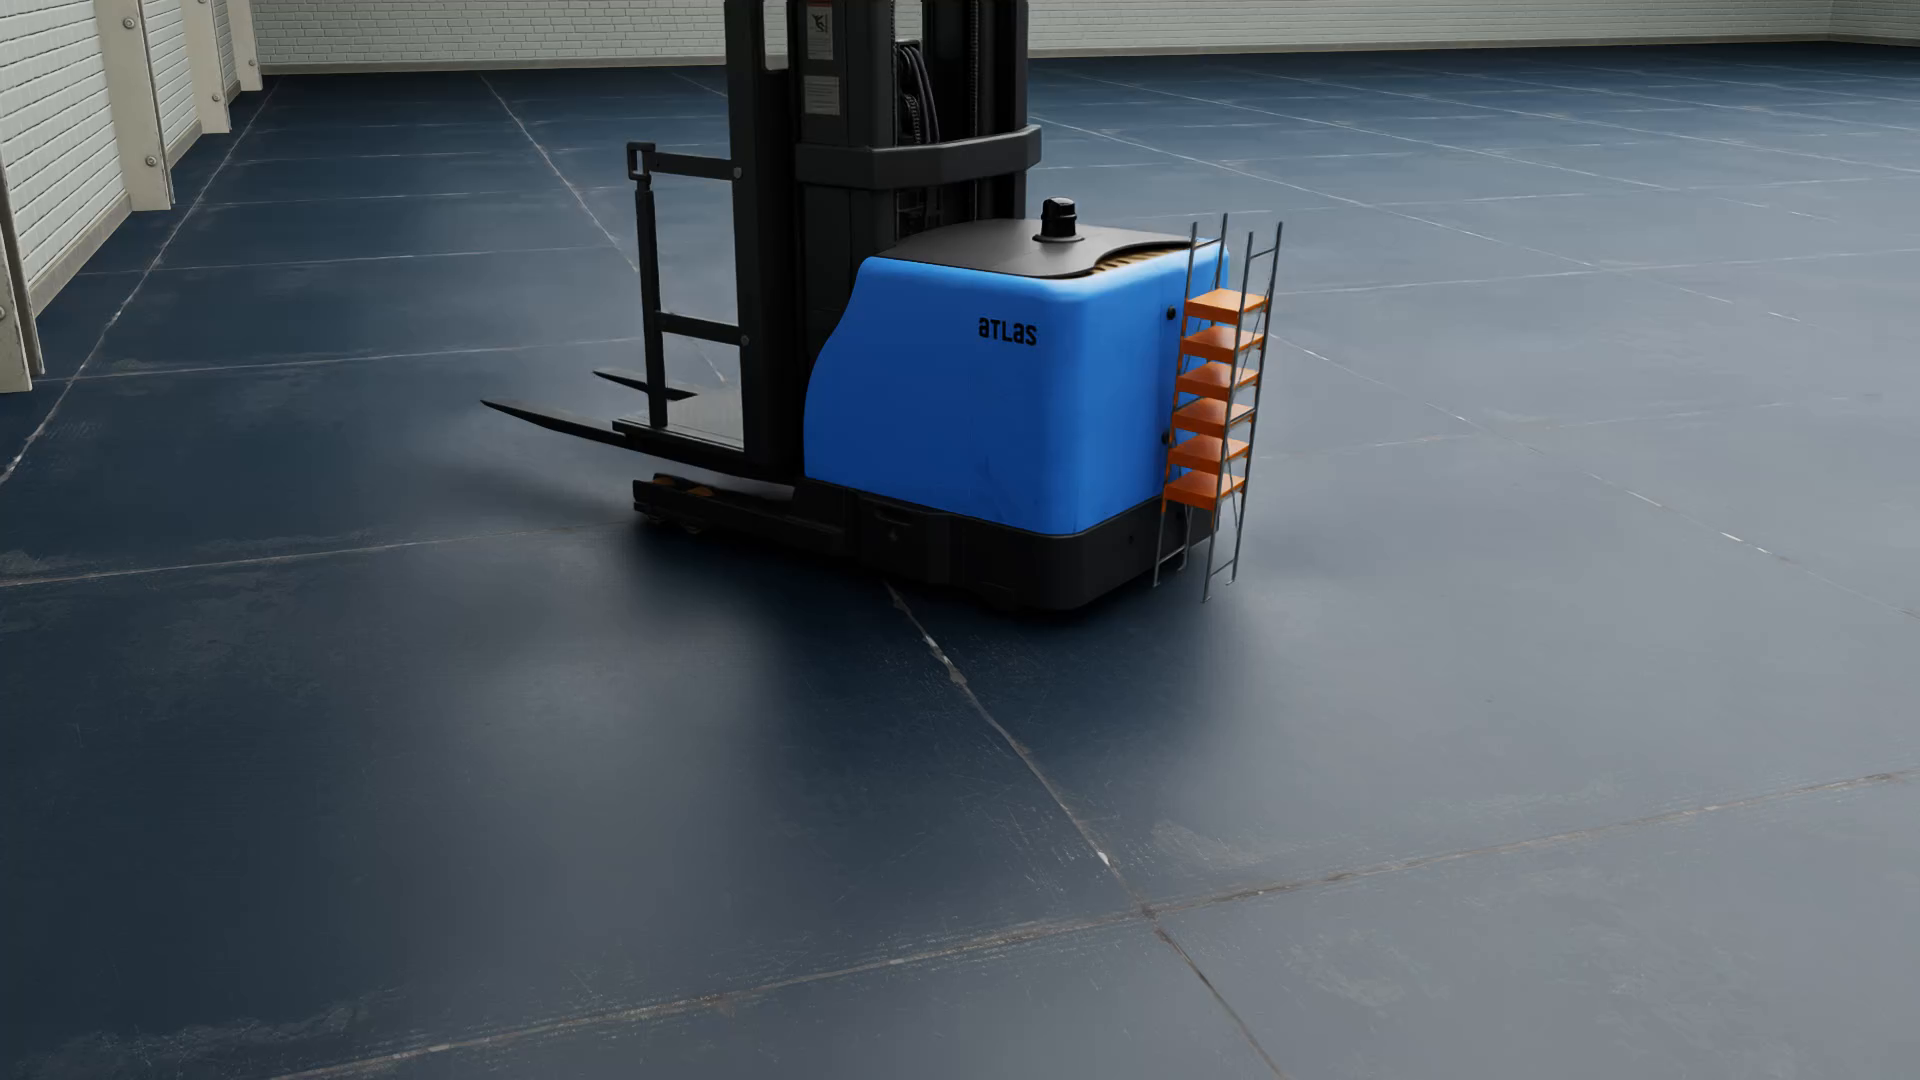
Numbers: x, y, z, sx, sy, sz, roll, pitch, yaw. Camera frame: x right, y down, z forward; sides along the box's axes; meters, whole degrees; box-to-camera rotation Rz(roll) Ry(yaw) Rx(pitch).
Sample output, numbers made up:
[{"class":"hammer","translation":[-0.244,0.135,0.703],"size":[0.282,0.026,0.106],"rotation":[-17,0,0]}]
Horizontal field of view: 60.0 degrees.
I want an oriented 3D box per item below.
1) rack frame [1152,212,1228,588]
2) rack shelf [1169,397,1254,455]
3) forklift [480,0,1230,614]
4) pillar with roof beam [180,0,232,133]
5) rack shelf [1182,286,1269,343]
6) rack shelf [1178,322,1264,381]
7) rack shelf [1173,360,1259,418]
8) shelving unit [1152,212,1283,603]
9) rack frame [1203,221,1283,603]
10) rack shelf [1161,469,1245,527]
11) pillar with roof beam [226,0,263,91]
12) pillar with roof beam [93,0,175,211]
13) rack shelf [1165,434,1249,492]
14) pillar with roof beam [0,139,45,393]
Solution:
[{"class":"rack frame","translation":[0.732,-0.432,5.308],"size":[0.006,1.200,0.240],"rotation":[17,25,29]},{"class":"rack shelf","translation":[0.805,-0.368,5.280],"size":[0.180,0.103,0.258],"rotation":[17,25,29]},{"class":"forklift","translation":[-0.575,-1.530,5.840],"size":[3.031,2.935,1.130],"rotation":[14,24,35]},{"class":"pillar with roof beam","translation":[-4.304,-9.298,18.491],"size":[9.100,9.000,0.400],"rotation":[-6,21,-17]},{"class":"rack shelf","translation":[0.827,-0.701,5.145],"size":[0.180,0.103,0.258],"rotation":[17,25,29]},{"class":"rack shelf","translation":[0.820,-0.590,5.190],"size":[0.180,0.103,0.258],"rotation":[17,25,29]},{"class":"rack shelf","translation":[0.813,-0.479,5.235],"size":[0.180,0.103,0.258],"rotation":[17,25,29]},{"class":"shelving unit","translation":[0.808,-0.409,5.263],"size":[0.189,1.200,0.258],"rotation":[17,25,29]},{"class":"rack frame","translation":[0.885,-0.386,5.218],"size":[0.006,1.200,0.240],"rotation":[17,25,29]},{"class":"rack shelf","translation":[0.791,-0.146,5.369],"size":[0.180,0.103,0.258],"rotation":[17,25,29]},{"class":"pillar with roof beam","translation":[-6.189,-11.224,23.852],"size":[9.100,9.000,0.400],"rotation":[-6,21,-17]},{"class":"pillar with roof beam","translation":[-2.418,-7.373,13.131],"size":[9.100,9.000,0.400],"rotation":[-6,21,-17]},{"class":"rack shelf","translation":[0.798,-0.257,5.325],"size":[0.180,0.103,0.258],"rotation":[17,25,29]},{"class":"pillar with roof beam","translation":[-0.532,-5.447,7.770],"size":[9.100,9.000,0.400],"rotation":[-6,21,-17]}]
